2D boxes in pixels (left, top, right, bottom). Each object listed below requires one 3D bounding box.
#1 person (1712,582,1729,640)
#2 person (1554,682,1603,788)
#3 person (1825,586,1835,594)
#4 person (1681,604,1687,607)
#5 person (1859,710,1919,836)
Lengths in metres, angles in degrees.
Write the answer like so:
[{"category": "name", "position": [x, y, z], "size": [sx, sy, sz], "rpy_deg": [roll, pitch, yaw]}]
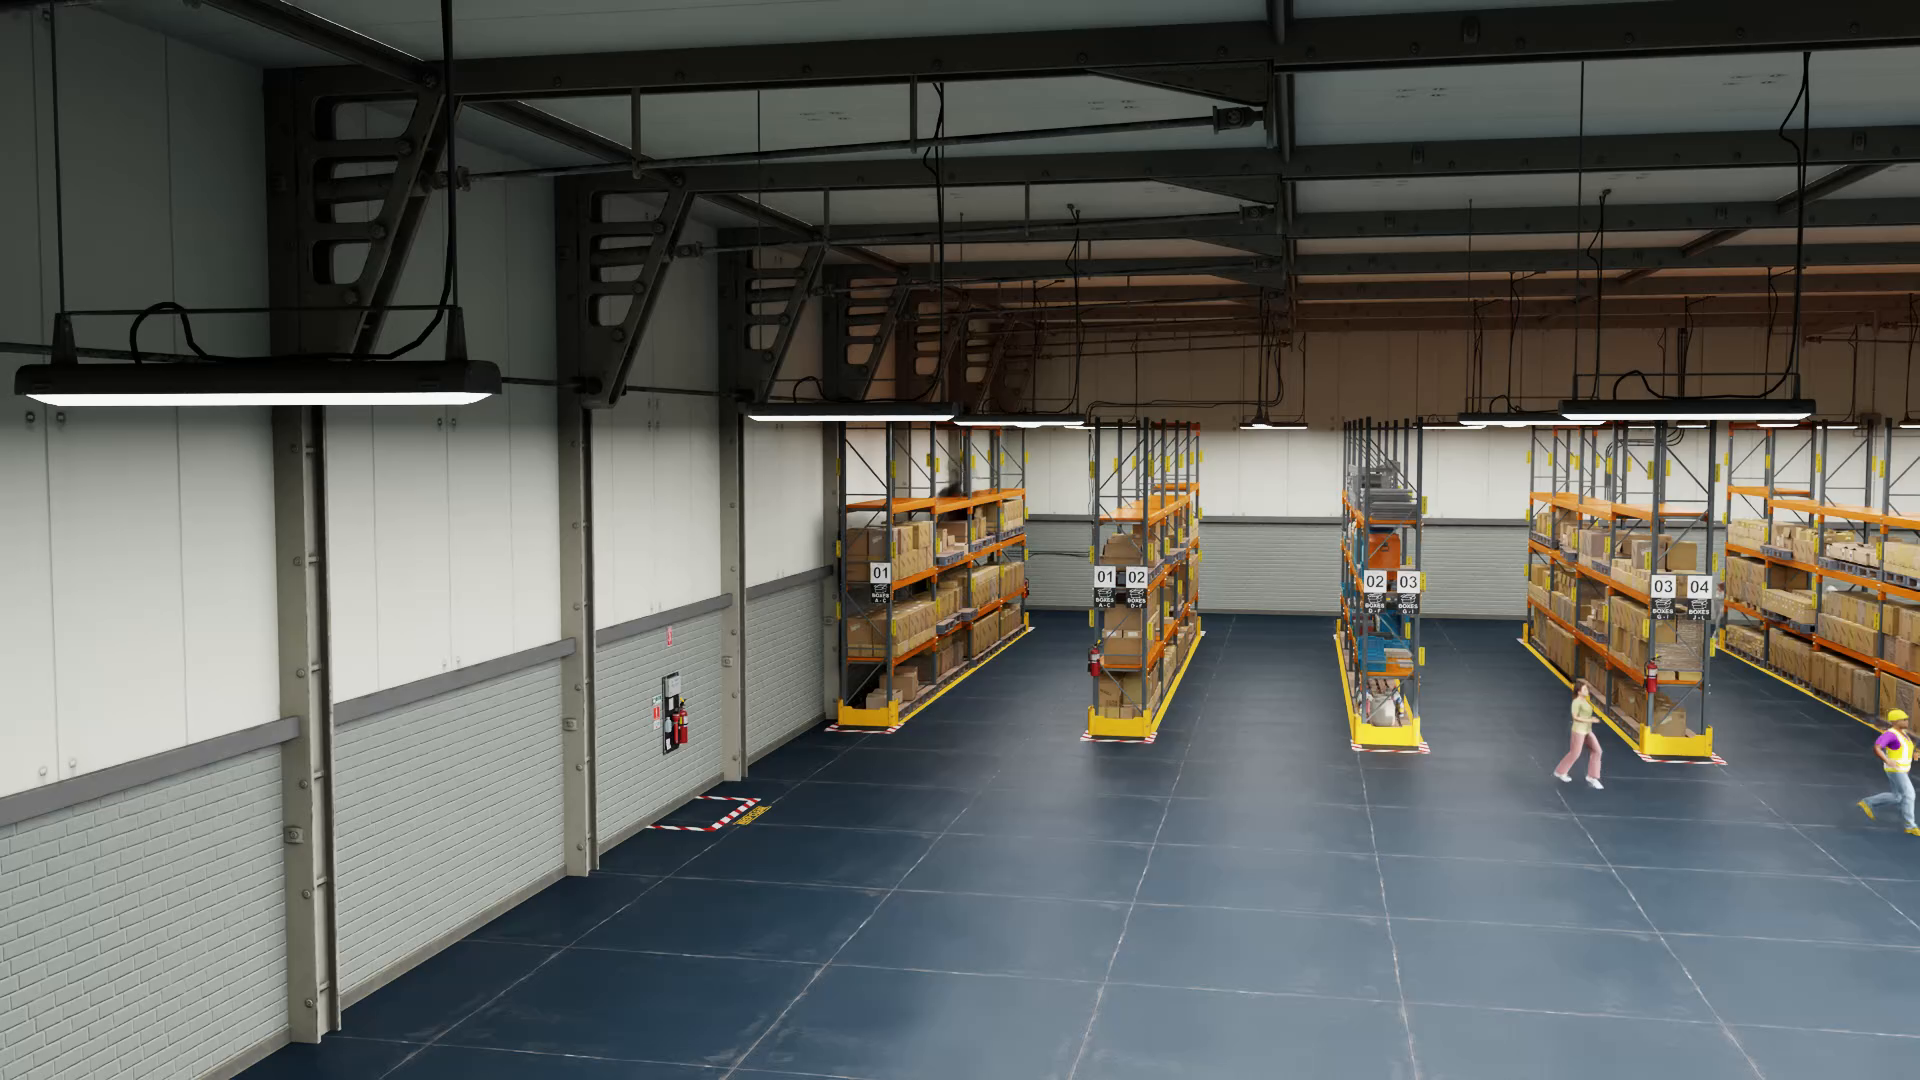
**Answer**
[{"category": "person", "position": [20.694, 1.953, 45.225], "size": [0.831, 1.602, 0.547], "rpy_deg": [-1, 4, -10]}, {"category": "person", "position": [10.024, 3.150, 26.927], "size": [0.773, 1.714, 0.580], "rpy_deg": [4, 5, 43]}, {"category": "person", "position": [22.413, 2.060, 42.872], "size": [0.629, 1.771, 0.693], "rpy_deg": [0, 4, -4]}, {"category": "person", "position": [18.745, 2.078, 43.312], "size": [0.699, 1.683, 0.651], "rpy_deg": [1, 4, 21]}, {"category": "person", "position": [13.373, 3.306, 23.793], "size": [0.924, 1.768, 0.699], "rpy_deg": [3, 5, 39]}]
